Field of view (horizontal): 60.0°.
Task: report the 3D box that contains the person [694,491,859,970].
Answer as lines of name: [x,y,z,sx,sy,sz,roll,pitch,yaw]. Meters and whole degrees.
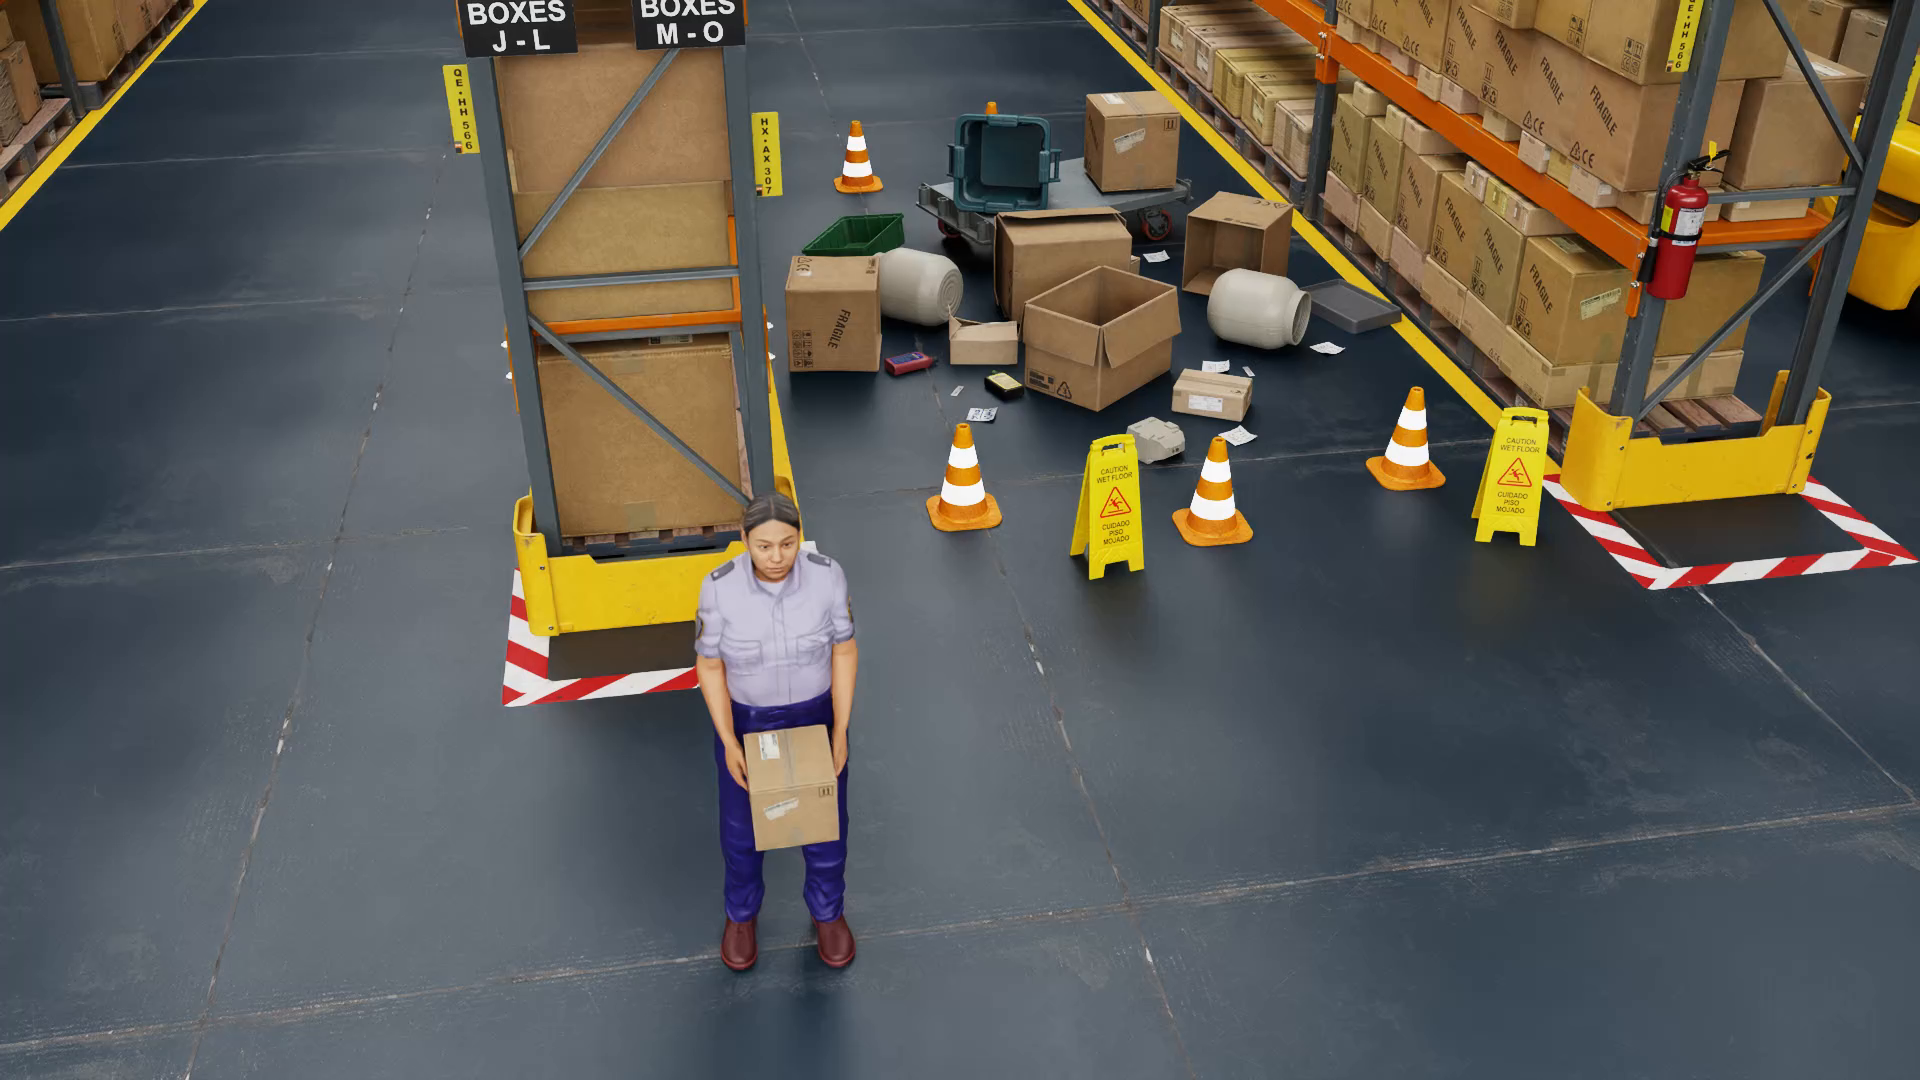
person: [-0.551,0.596,5.139,0.506,1.656,0.423,-6,31,-10]
